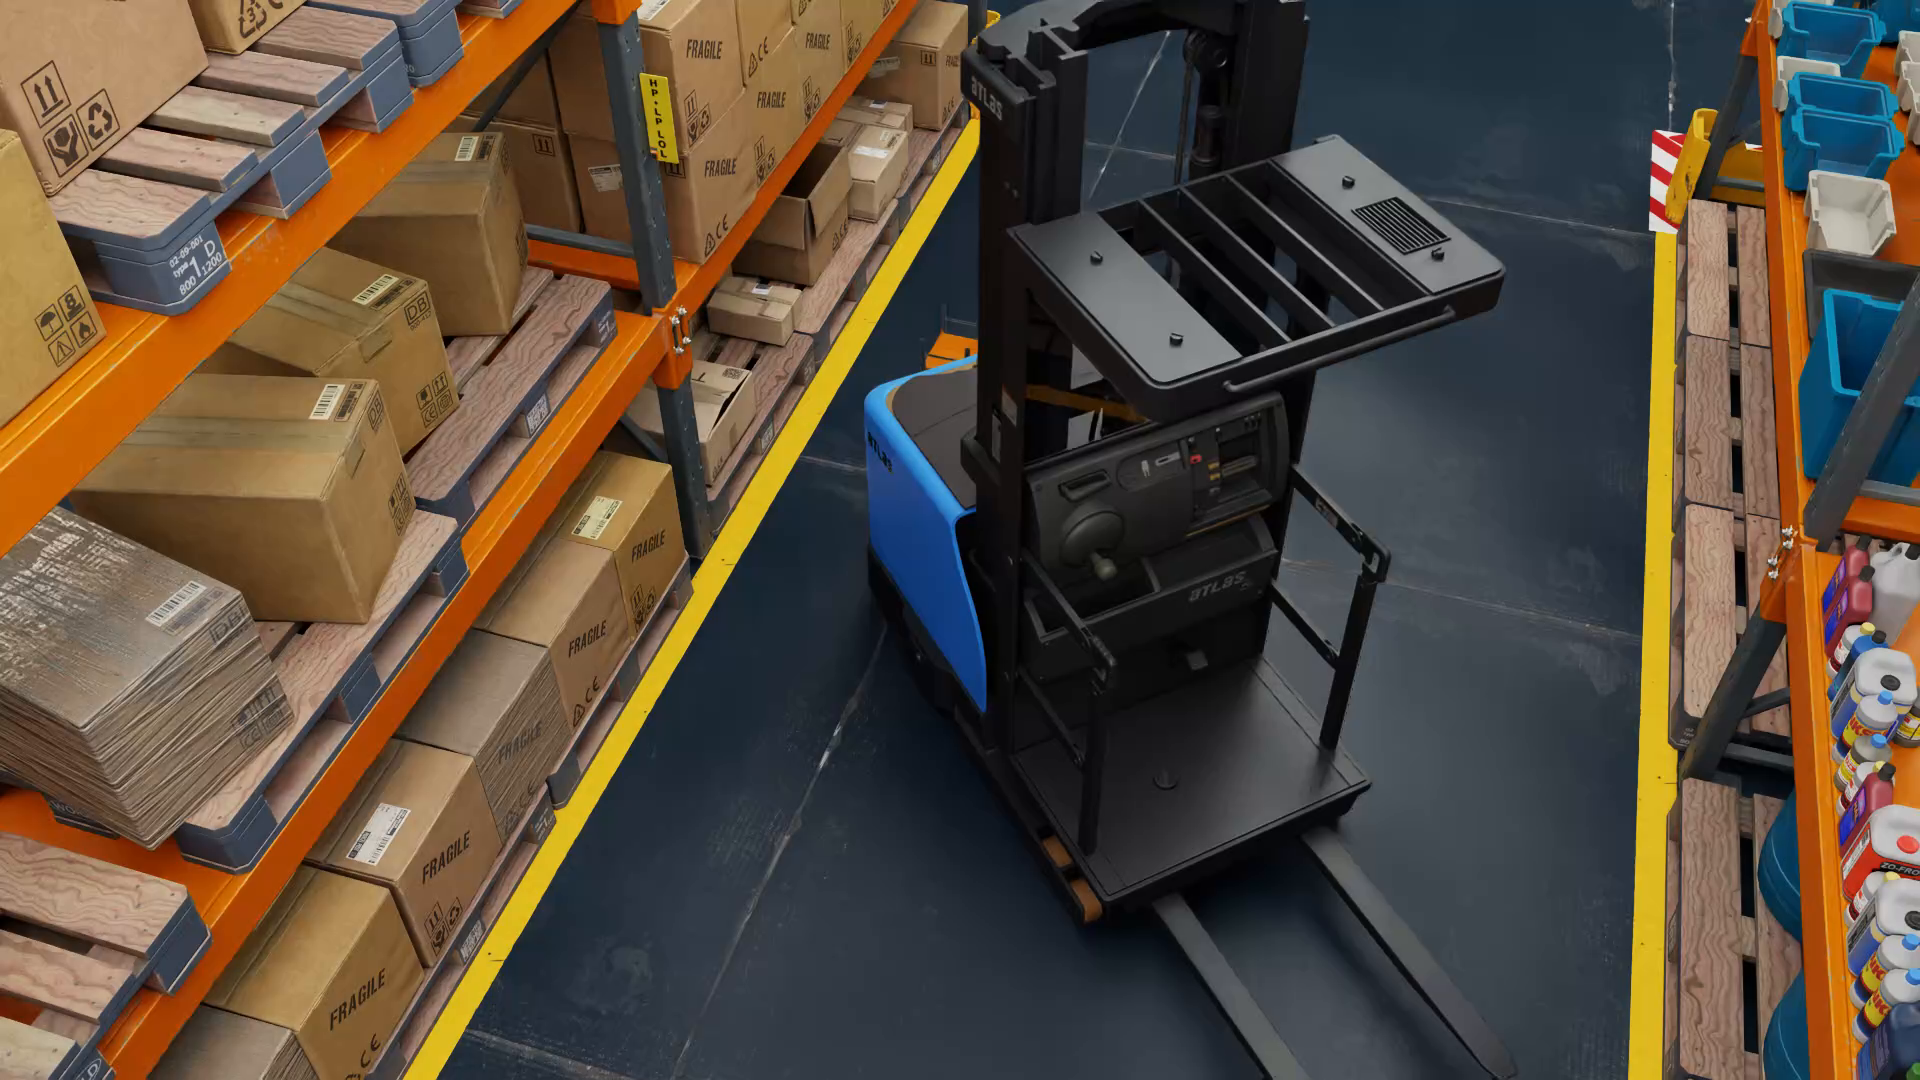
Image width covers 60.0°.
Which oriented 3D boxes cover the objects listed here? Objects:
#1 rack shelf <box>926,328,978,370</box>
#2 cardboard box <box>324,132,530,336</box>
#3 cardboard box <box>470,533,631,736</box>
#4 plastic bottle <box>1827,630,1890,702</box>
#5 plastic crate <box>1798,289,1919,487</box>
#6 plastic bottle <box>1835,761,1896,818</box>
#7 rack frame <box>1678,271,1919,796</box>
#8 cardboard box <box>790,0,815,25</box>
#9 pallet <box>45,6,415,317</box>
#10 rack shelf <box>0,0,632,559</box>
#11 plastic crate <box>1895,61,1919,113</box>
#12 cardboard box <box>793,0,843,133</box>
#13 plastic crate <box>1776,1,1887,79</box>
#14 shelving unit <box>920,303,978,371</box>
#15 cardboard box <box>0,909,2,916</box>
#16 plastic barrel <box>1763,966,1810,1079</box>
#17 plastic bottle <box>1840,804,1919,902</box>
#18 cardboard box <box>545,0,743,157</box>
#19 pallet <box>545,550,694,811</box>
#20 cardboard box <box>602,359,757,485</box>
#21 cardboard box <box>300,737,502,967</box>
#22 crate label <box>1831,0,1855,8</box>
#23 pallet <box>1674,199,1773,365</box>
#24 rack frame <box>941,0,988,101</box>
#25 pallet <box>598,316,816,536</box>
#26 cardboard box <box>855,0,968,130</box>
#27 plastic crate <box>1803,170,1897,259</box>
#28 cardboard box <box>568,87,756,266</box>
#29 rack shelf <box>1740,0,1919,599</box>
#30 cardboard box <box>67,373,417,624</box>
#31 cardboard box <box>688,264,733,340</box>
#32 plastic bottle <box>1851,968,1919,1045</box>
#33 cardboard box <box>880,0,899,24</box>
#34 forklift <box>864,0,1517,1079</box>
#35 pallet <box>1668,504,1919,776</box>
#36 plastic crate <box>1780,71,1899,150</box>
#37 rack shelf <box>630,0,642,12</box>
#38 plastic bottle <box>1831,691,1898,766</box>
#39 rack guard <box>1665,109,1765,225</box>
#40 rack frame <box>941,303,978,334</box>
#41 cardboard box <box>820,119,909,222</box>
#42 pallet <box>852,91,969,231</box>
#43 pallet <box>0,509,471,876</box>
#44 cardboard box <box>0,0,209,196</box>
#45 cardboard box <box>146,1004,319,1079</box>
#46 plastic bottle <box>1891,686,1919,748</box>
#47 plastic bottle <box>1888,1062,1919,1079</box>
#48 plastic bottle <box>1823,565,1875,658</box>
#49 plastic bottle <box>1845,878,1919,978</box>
[{"bbox_3d":[-0.017,-0.658,6.679,0.215,0.259,0.240,13,46,14],"label":"rack shelf"},{"bbox_3d":[-1.905,-1.044,5.700,0.700,0.500,0.500,-1,44,-1],"label":"cardboard box"},{"bbox_3d":[-1.583,0.327,6.143,0.500,0.500,0.500,13,46,13],"label":"cardboard box"},{"bbox_3d":[2.566,0.360,4.729,0.097,0.271,0.097,0,44,0],"label":"plastic bottle"},{"bbox_3d":[2.987,-0.474,5.457,0.392,0.384,0.575,13,46,13],"label":"plastic crate"},{"bbox_3d":[2.437,0.669,4.463,0.097,0.201,0.097,0,44,0],"label":"plastic bottle"},{"bbox_3d":[3.171,-0.075,5.081,1.000,3.000,0.127,13,46,13],"label":"rack frame"},{"bbox_3d":[-0.826,-2.461,6.733,0.500,0.500,0.500,11,46,11],"label":"cardboard box"},{"bbox_3d":[-2.124,-1.020,4.036,1.213,0.211,1.003,13,46,13],"label":"pallet"},{"bbox_3d":[-2.154,-0.609,3.996,1.077,0.370,4.000,13,46,13],"label":"rack shelf"},{"bbox_3d":[4.206,-1.896,7.088,0.396,0.136,0.243,13,46,13],"label":"plastic crate"},{"bbox_3d":[-0.829,-2.119,7.099,0.500,0.500,0.500,12,46,12],"label":"cardboard box"},{"bbox_3d":[3.794,-2.169,7.298,0.416,0.233,0.300,13,46,13],"label":"plastic crate"},{"bbox_3d":[-0.017,-0.462,6.869,0.215,1.050,0.252,13,46,14],"label":"shelving unit"},{"bbox_3d":[-2.677,0.910,3.703,0.700,0.500,0.500,-1,44,-1],"label":"cardboard box"},{"bbox_3d":[2.776,1.356,4.819,0.600,0.901,0.708,13,46,13],"label":"plastic barrel"},{"bbox_3d":[2.387,0.814,4.261,0.152,0.276,0.135,13,46,13],"label":"plastic bottle"},{"bbox_3d":[-1.138,-1.774,6.031,0.500,0.500,0.500,14,46,14],"label":"cardboard box"},{"bbox_3d":[-1.759,0.420,6.569,1.003,0.211,1.213,13,46,13],"label":"pallet"},{"bbox_3d":[-1.215,-0.557,7.181,0.500,0.311,0.500,13,46,13],"label":"cardboard box"},{"bbox_3d":[-1.887,1.000,5.455,0.500,0.500,0.500,11,45,11],"label":"cardboard box"},{"bbox_3d":[3.994,-2.608,7.746,0.416,0.233,0.303,13,46,13],"label":"crate label"},{"bbox_3d":[4.096,-1.203,8.228,1.003,0.211,1.213,13,46,13],"label":"pallet"},{"bbox_3d":[-0.337,-3.793,8.880,1.000,3.000,0.127,13,46,13],"label":"rack frame"},{"bbox_3d":[-1.340,-0.588,7.599,1.003,0.211,1.213,13,46,13],"label":"pallet"},{"bbox_3d":[-0.267,-2.642,9.177,0.500,0.500,0.500,13,46,13],"label":"cardboard box"},{"bbox_3d":[3.412,-1.227,6.403,0.293,0.136,0.466,13,46,13],"label":"plastic crate"},{"bbox_3d":[-1.135,-1.444,6.409,0.500,0.500,0.500,14,46,14],"label":"cardboard box"},{"bbox_3d":[3.777,-1.151,6.695,1.077,0.370,4.000,13,46,13],"label":"rack shelf"},{"bbox_3d":[-2.025,-0.122,4.757,0.700,0.500,0.500,2,44,2],"label":"cardboard box"},{"bbox_3d":[-1.419,-1.263,7.903,0.500,0.311,0.500,13,46,13],"label":"cardboard box"},{"bbox_3d":[2.226,1.107,3.965,0.097,0.271,0.097,0,44,0],"label":"plastic bottle"},{"bbox_3d":[-0.524,-2.795,7.789,0.500,0.500,0.500,13,46,13],"label":"cardboard box"},{"bbox_3d":[0.742,-0.076,5.131,1.130,2.935,3.031,-20,48,-19],"label":"forklift"},{"bbox_3d":[3.357,0.423,6.566,1.003,0.211,1.213,13,46,13],"label":"pallet"},{"bbox_3d":[3.595,-1.730,6.849,0.416,0.233,0.300,13,46,13],"label":"plastic crate"},{"bbox_3d":[-0.943,-3.275,6.721,1.077,0.370,4.000,13,46,13],"label":"rack shelf"},{"bbox_3d":[2.496,0.514,4.571,0.097,0.271,0.097,0,44,0],"label":"plastic bottle"},{"bbox_3d":[4.377,-1.867,8.699,1.175,0.500,0.348,13,46,13],"label":"rack guard"},{"bbox_3d":[0.023,-0.542,6.952,0.200,1.050,0.008,13,46,14],"label":"rack frame"},{"bbox_3d":[-0.583,-1.926,8.624,0.500,0.250,0.500,13,46,13],"label":"cardboard box"},{"bbox_3d":[-0.601,-2.214,9.261,1.003,0.211,1.213,13,46,13],"label":"pallet"},{"bbox_3d":[-2.175,0.311,4.824,1.003,0.211,1.213,13,46,13],"label":"pallet"},{"bbox_3d":[-2.173,-1.211,3.653,0.600,0.600,0.600,11,45,11],"label":"cardboard box"},{"bbox_3d":[-2.197,1.683,4.757,0.500,0.500,0.500,11,45,11],"label":"cardboard box"},{"bbox_3d":[2.681,0.482,4.654,0.097,0.201,0.097,0,44,0],"label":"plastic bottle"},{"bbox_3d":[2.118,1.299,3.760,0.061,0.283,0.133,13,46,13],"label":"plastic bottle"},{"bbox_3d":[2.613,0.210,4.874,0.061,0.283,0.133,13,46,13],"label":"plastic bottle"},{"bbox_3d":[2.317,0.969,4.103,0.152,0.276,0.135,13,46,13],"label":"plastic bottle"}]
